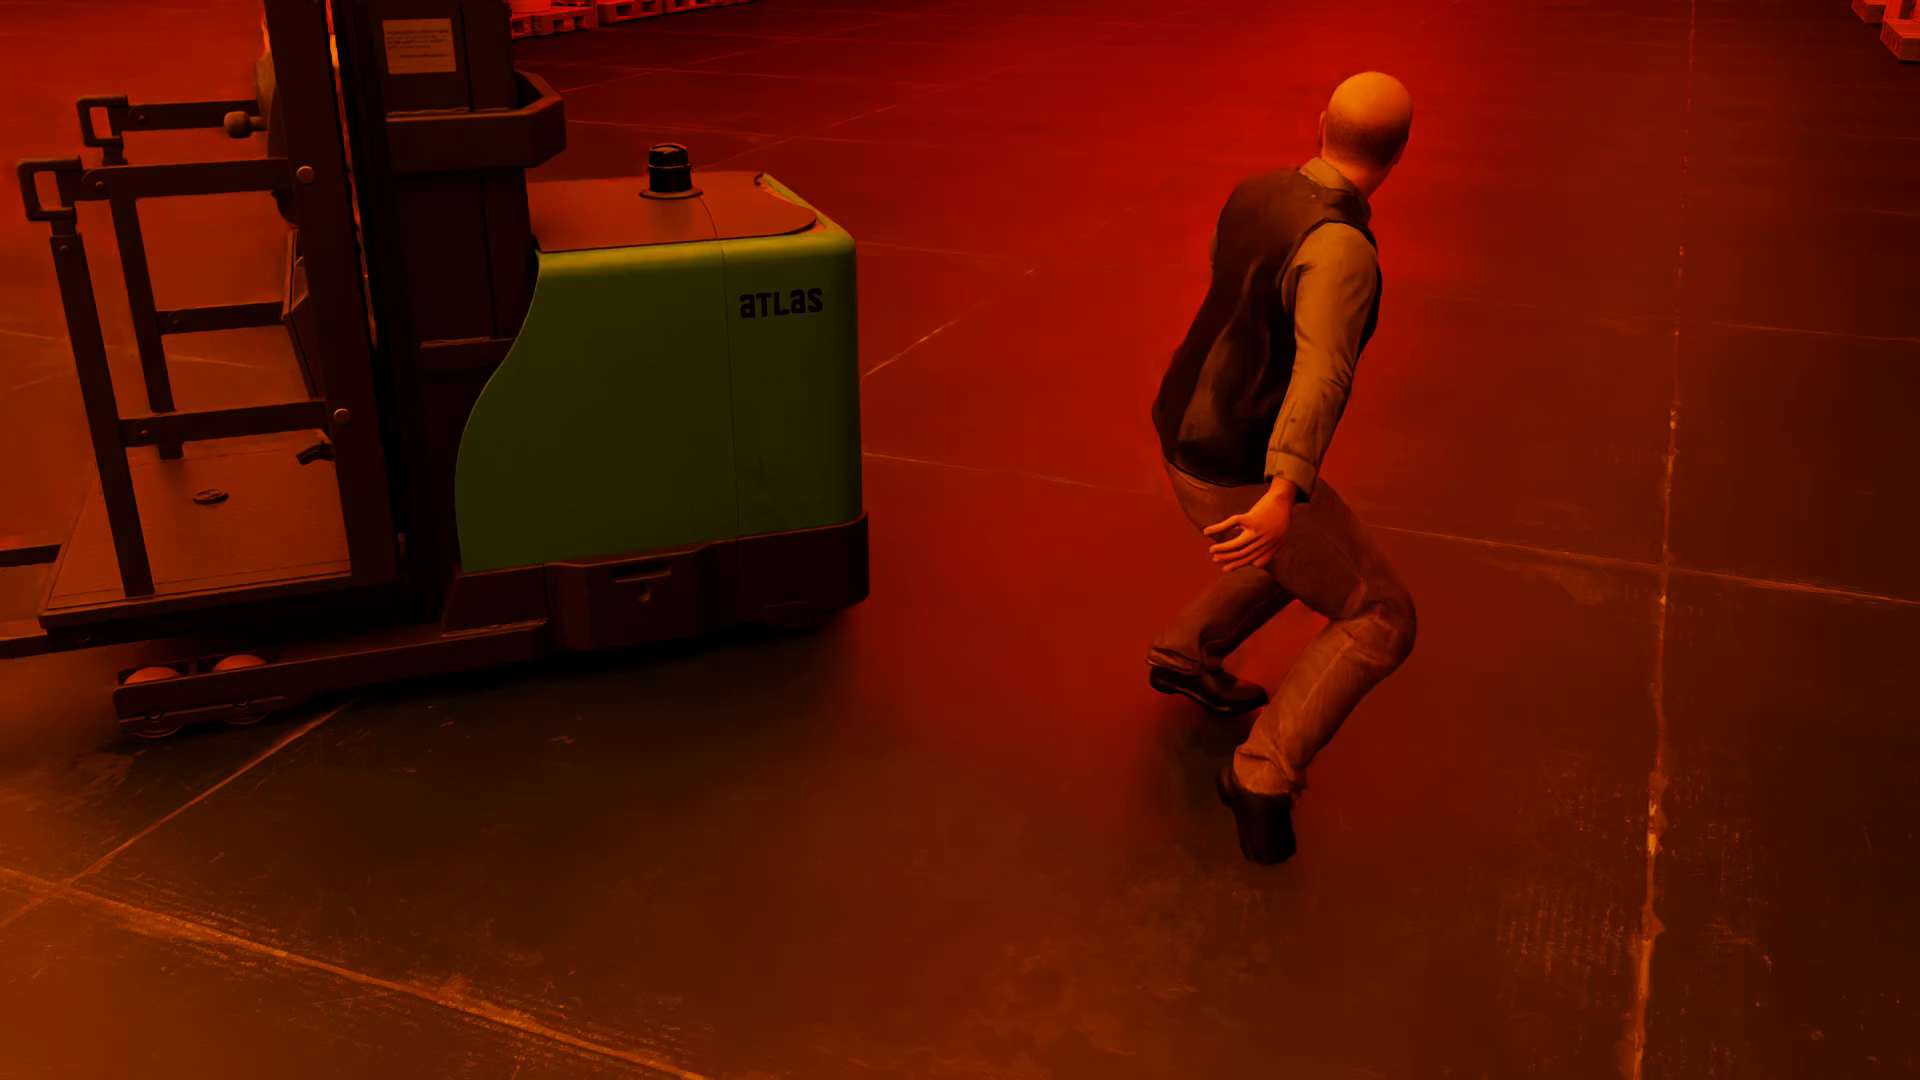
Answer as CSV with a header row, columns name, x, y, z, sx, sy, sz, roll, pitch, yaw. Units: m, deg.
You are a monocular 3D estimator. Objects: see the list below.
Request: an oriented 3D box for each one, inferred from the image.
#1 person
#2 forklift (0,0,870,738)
name,x,y,z,sx,sy,sz,roll,pitch,yaw
person,0.693,-0.138,3.520,0.536,1.638,0.989,-1,23,-3
forklift,-1.821,-1.109,3.947,3.031,2.935,1.130,-8,24,-18
